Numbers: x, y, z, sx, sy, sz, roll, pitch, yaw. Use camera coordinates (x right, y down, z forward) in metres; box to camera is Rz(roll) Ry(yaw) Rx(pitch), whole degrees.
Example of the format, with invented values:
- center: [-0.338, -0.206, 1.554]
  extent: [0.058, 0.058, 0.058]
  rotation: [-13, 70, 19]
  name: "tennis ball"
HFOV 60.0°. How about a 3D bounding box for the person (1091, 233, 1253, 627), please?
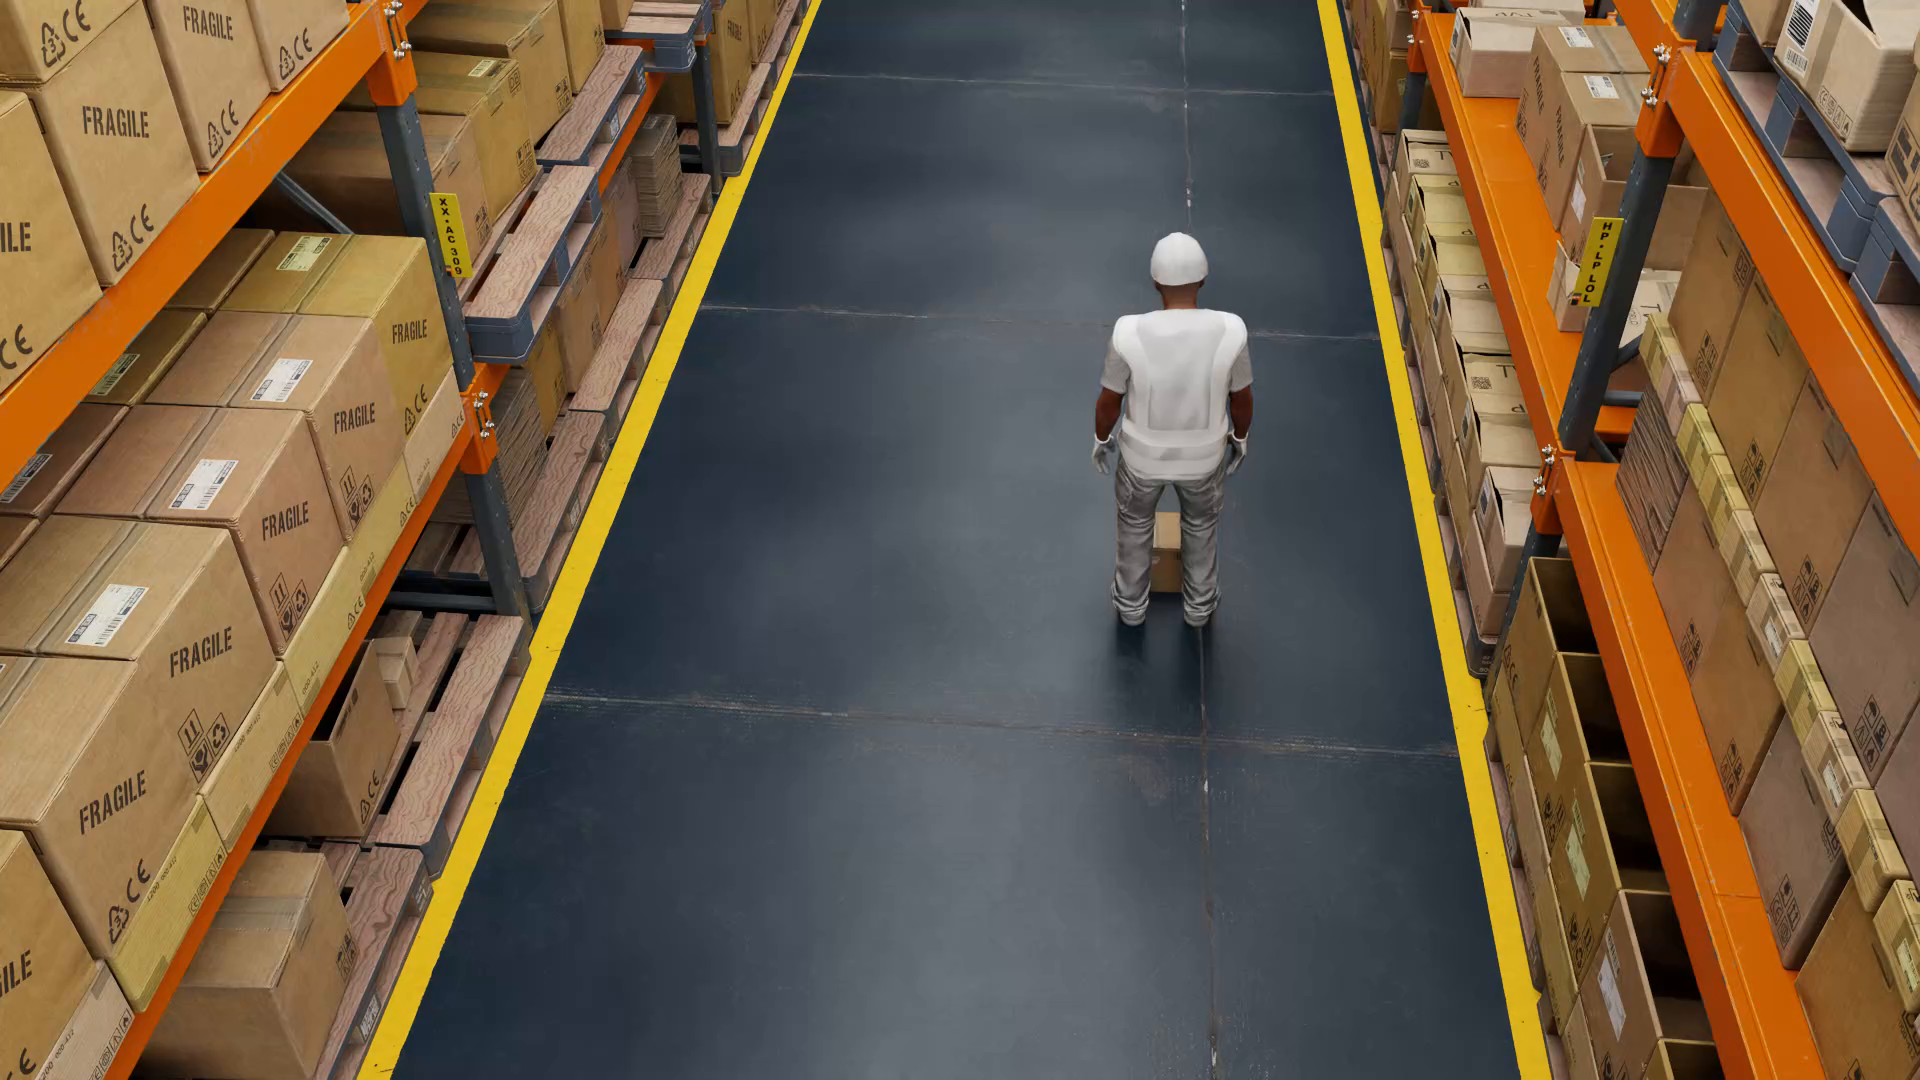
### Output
- center: [0.837, -0.386, 6.613]
  extent: [0.622, 1.773, 0.450]
  rotation: [1, 40, 1]
  name: "person"
